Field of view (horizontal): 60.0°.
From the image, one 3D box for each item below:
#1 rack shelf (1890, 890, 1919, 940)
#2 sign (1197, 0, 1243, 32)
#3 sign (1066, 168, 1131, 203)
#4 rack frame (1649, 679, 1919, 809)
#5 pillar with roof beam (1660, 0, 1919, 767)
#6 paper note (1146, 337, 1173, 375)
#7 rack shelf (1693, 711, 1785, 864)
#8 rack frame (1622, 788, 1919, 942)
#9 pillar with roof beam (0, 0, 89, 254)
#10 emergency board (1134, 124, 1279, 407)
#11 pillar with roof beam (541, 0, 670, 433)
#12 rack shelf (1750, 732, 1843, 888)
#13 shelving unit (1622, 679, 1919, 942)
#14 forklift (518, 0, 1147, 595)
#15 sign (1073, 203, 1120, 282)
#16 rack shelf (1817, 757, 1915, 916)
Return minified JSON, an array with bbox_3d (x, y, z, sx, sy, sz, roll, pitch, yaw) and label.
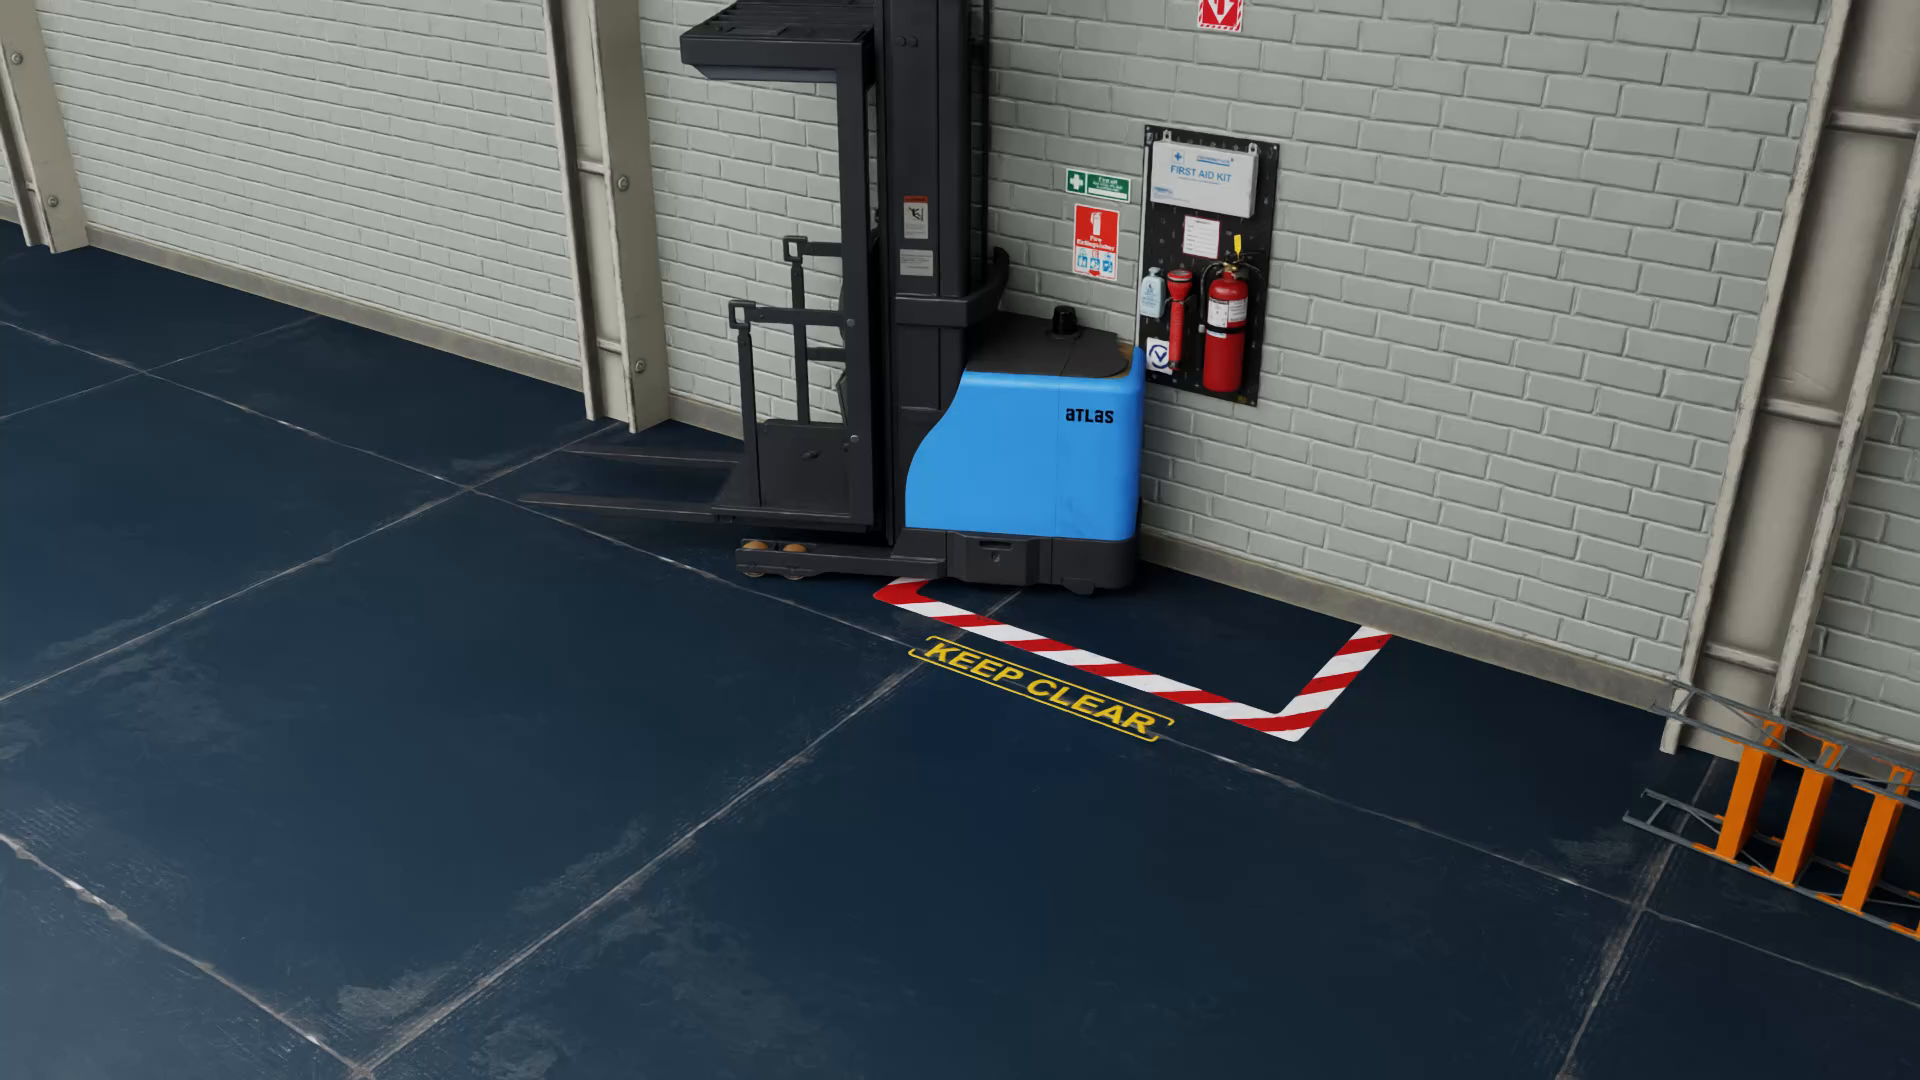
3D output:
[{"bbox_3d":[3.290,1.081,5.564,0.148,0.480,0.258,22,34,35],"label":"rack shelf"},{"bbox_3d":[1.064,-2.229,6.768,0.199,0.298,0.001,17,32,30],"label":"sign"},{"bbox_3d":[0.616,-1.585,7.434,0.331,0.109,0.001,17,32,30],"label":"sign"},{"bbox_3d":[2.994,0.743,5.675,1.200,0.015,0.240,22,34,35],"label":"rack frame"},{"bbox_3d":[0.592,-1.572,1.418,0.400,9.000,9.100,17,32,30],"label":"pillar with roof beam"},{"bbox_3d":[0.908,-0.836,7.556,0.142,0.148,0.016,17,32,30],"label":"paper note"},{"bbox_3d":[2.789,0.878,5.940,0.148,0.480,0.258,22,34,35],"label":"rack shelf"},{"bbox_3d":[2.988,1.176,5.901,1.200,0.015,0.240,22,34,35],"label":"rack frame"},{"bbox_3d":[-9.299,-4.654,7.473,0.400,9.000,9.100,17,32,30],"label":"pillar with roof beam"},{"bbox_3d":[1.014,-1.157,7.216,0.643,1.169,0.194,17,32,30],"label":"emergency board"},{"bbox_3d":[-4.353,-3.113,4.446,0.400,9.000,9.100,17,32,30],"label":"pillar with roof beam"},{"bbox_3d":[2.940,0.939,5.827,0.148,0.480,0.258,22,34,35],"label":"rack shelf"},{"bbox_3d":[2.991,0.960,5.788,1.200,0.503,0.258,22,34,35],"label":"shelving unit"},{"bbox_3d":[-0.622,-1.349,7.670,3.031,2.935,1.130,4,27,8],"label":"forklift"},{"bbox_3d":[0.617,-1.353,7.563,0.234,0.329,0.001,17,32,30],"label":"sign"},{"bbox_3d":[3.110,1.008,5.699,0.148,0.480,0.258,22,34,35],"label":"rack shelf"}]
